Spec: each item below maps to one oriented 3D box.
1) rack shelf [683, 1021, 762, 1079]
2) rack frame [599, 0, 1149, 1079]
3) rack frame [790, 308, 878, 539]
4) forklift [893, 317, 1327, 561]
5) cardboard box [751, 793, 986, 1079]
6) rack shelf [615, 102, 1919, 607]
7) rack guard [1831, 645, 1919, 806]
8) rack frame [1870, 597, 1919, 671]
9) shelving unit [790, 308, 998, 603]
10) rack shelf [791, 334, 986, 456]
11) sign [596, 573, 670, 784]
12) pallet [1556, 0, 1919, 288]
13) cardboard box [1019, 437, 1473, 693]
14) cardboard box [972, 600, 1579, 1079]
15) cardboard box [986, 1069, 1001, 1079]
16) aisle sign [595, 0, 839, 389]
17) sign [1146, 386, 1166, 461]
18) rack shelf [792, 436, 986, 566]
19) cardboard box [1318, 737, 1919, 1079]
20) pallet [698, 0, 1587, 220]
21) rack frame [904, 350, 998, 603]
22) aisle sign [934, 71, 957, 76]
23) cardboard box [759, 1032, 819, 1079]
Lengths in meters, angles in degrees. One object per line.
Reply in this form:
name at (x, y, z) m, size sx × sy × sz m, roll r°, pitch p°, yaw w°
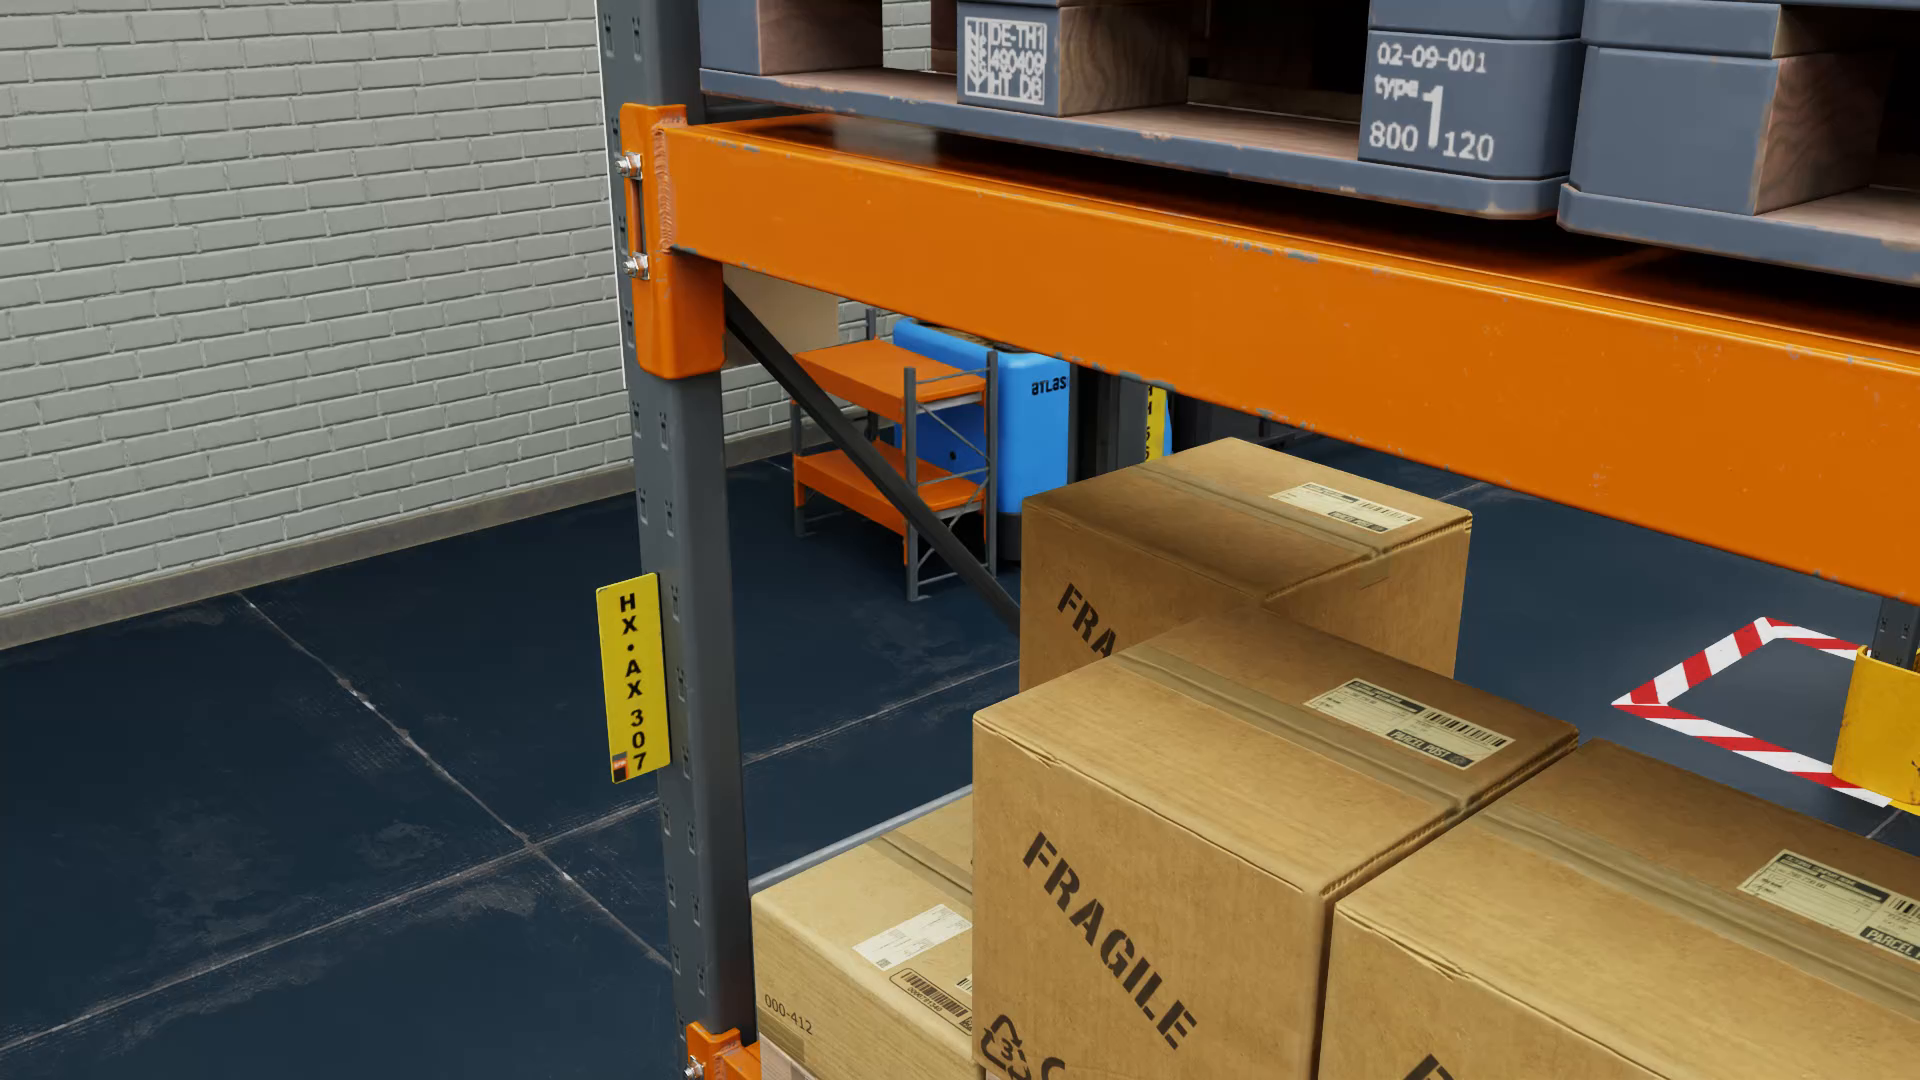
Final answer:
rack shelf at (1.234, 1.410, 1.759) m, size 1.077 × 0.370 × 4.000 m, roll -17°, pitch 27°, yaw -37°
rack frame at (-0.069, 0.521, 3.040) m, size 0.949 × 2.616 × 0.053 m, roll -17°, pitch 27°, yaw -37°
rack frame at (-0.634, -0.588, 8.443) m, size 0.500 × 1.125 × 0.032 m, roll -15°, pitch 26°, yaw -33°
forklift at (1.120, -1.669, 8.727) m, size 3.031 × 2.935 × 1.130 m, roll -16°, pitch 26°, yaw -35°
cardboard box at (0.037, 0.650, 2.509) m, size 0.500 × 0.250 × 0.500 m, roll -18°, pitch 28°, yaw -39°
rack shelf at (1.234, 0.013, 1.212) m, size 1.077 × 0.370 × 4.000 m, roll -17°, pitch 27°, yaw -37°
rack guard at (3.801, 0.554, 6.384) m, size 1.175 × 0.500 × 0.348 m, roll -17°, pitch 27°, yaw -37°
rack frame at (3.752, -0.631, 5.982) m, size 1.000 × 3.000 × 0.127 m, roll -17°, pitch 27°, yaw -37°
shelving unit at (-0.336, -0.438, 8.060) m, size 0.538 × 1.125 × 1.048 m, roll -15°, pitch 26°, yaw -33°
rack shelf at (-0.336, -0.711, 7.953) m, size 0.538 × 0.278 × 1.000 m, roll -15°, pitch 26°, yaw -33°
sign at (-0.496, 0.213, 2.533) m, size 0.100 × 0.325 × 0.005 m, roll -17°, pitch 27°, yaw -37°
pallet at (1.221, -0.294, 1.129) m, size 1.003 × 0.211 × 1.213 m, roll -17°, pitch 27°, yaw -37°
cardboard box at (0.445, 0.176, 2.691) m, size 0.500 × 0.500 × 0.500 m, roll -17°, pitch 27°, yaw -37°
cardboard box at (0.363, 0.439, 2.019) m, size 0.500 × 0.500 × 0.500 m, roll -18°, pitch 28°, yaw -39°
cardboard box at (0.381, 0.792, 2.146) m, size 0.500 × 0.250 × 0.500 m, roll -18°, pitch 28°, yaw -38°
aisle sign at (-0.346, -0.637, 2.433) m, size 0.394 × 0.787 × 0.004 m, roll -17°, pitch 27°, yaw -37°
sign at (0.348, -0.253, 3.104) m, size 0.100 × 0.325 × 0.005 m, roll -17°, pitch 27°, yaw -37°
rack shelf at (-0.336, -0.210, 8.149) m, size 0.538 × 0.278 × 1.000 m, roll -15°, pitch 26°, yaw -33°
cardboard box at (0.706, 0.581, 1.657) m, size 0.500 × 0.500 × 0.500 m, roll -18°, pitch 28°, yaw -39°
pallet at (0.420, -0.631, 1.990) m, size 1.003 × 0.211 × 1.213 m, roll -17°, pitch 27°, yaw -37°
rack frame at (-0.037, -0.288, 7.677) m, size 0.500 × 1.125 × 0.032 m, roll -15°, pitch 26°, yaw -33°
aisle sign at (0.109, -0.780, 2.797) m, size 0.394 × 0.787 × 0.004 m, roll -17°, pitch 27°, yaw -37°
cardboard box at (-0.090, 0.816, 2.633) m, size 0.380 × 0.149 × 0.250 m, roll -17°, pitch 27°, yaw -37°
